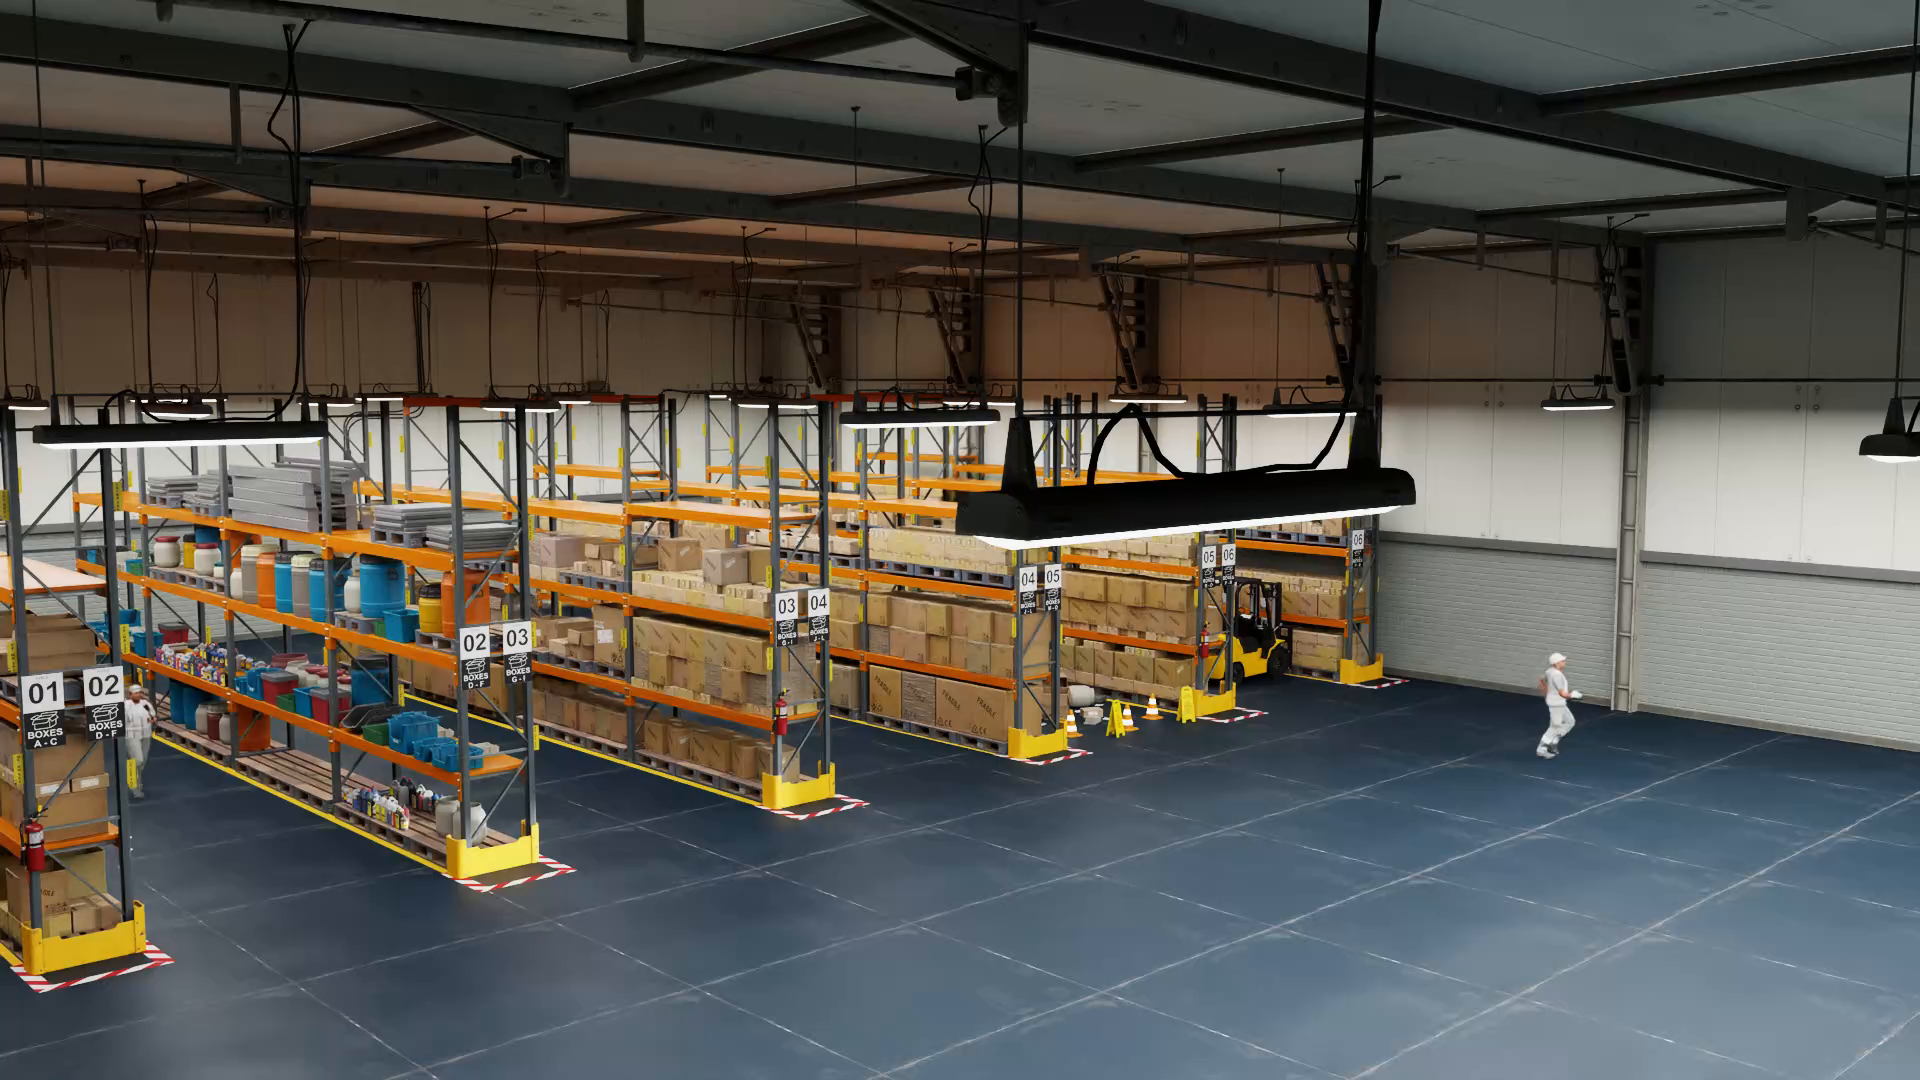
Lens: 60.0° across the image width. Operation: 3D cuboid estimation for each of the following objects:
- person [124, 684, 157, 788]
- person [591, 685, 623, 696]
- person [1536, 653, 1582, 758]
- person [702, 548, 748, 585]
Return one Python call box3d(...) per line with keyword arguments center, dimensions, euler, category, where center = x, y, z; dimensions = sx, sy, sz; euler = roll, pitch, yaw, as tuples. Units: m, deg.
box3d(center=(-12.555, 2.971, 25.364), dimensions=(0.720, 1.550, 0.577), euler=(4, 7, 33), category="person")
box3d(center=(-7.121, 2.213, 33.464), dimensions=(0.864, 1.795, 0.723), euler=(5, 7, 40), category="person")
box3d(center=(10.003, 2.756, 27.749), dimensions=(0.698, 1.754, 0.637), euler=(1, 6, 13), category="person")
box3d(center=(-4.834, 1.105, 35.100), dimensions=(7.974, 3.713, 18.168), euler=(2, 6, 15), category="person")
